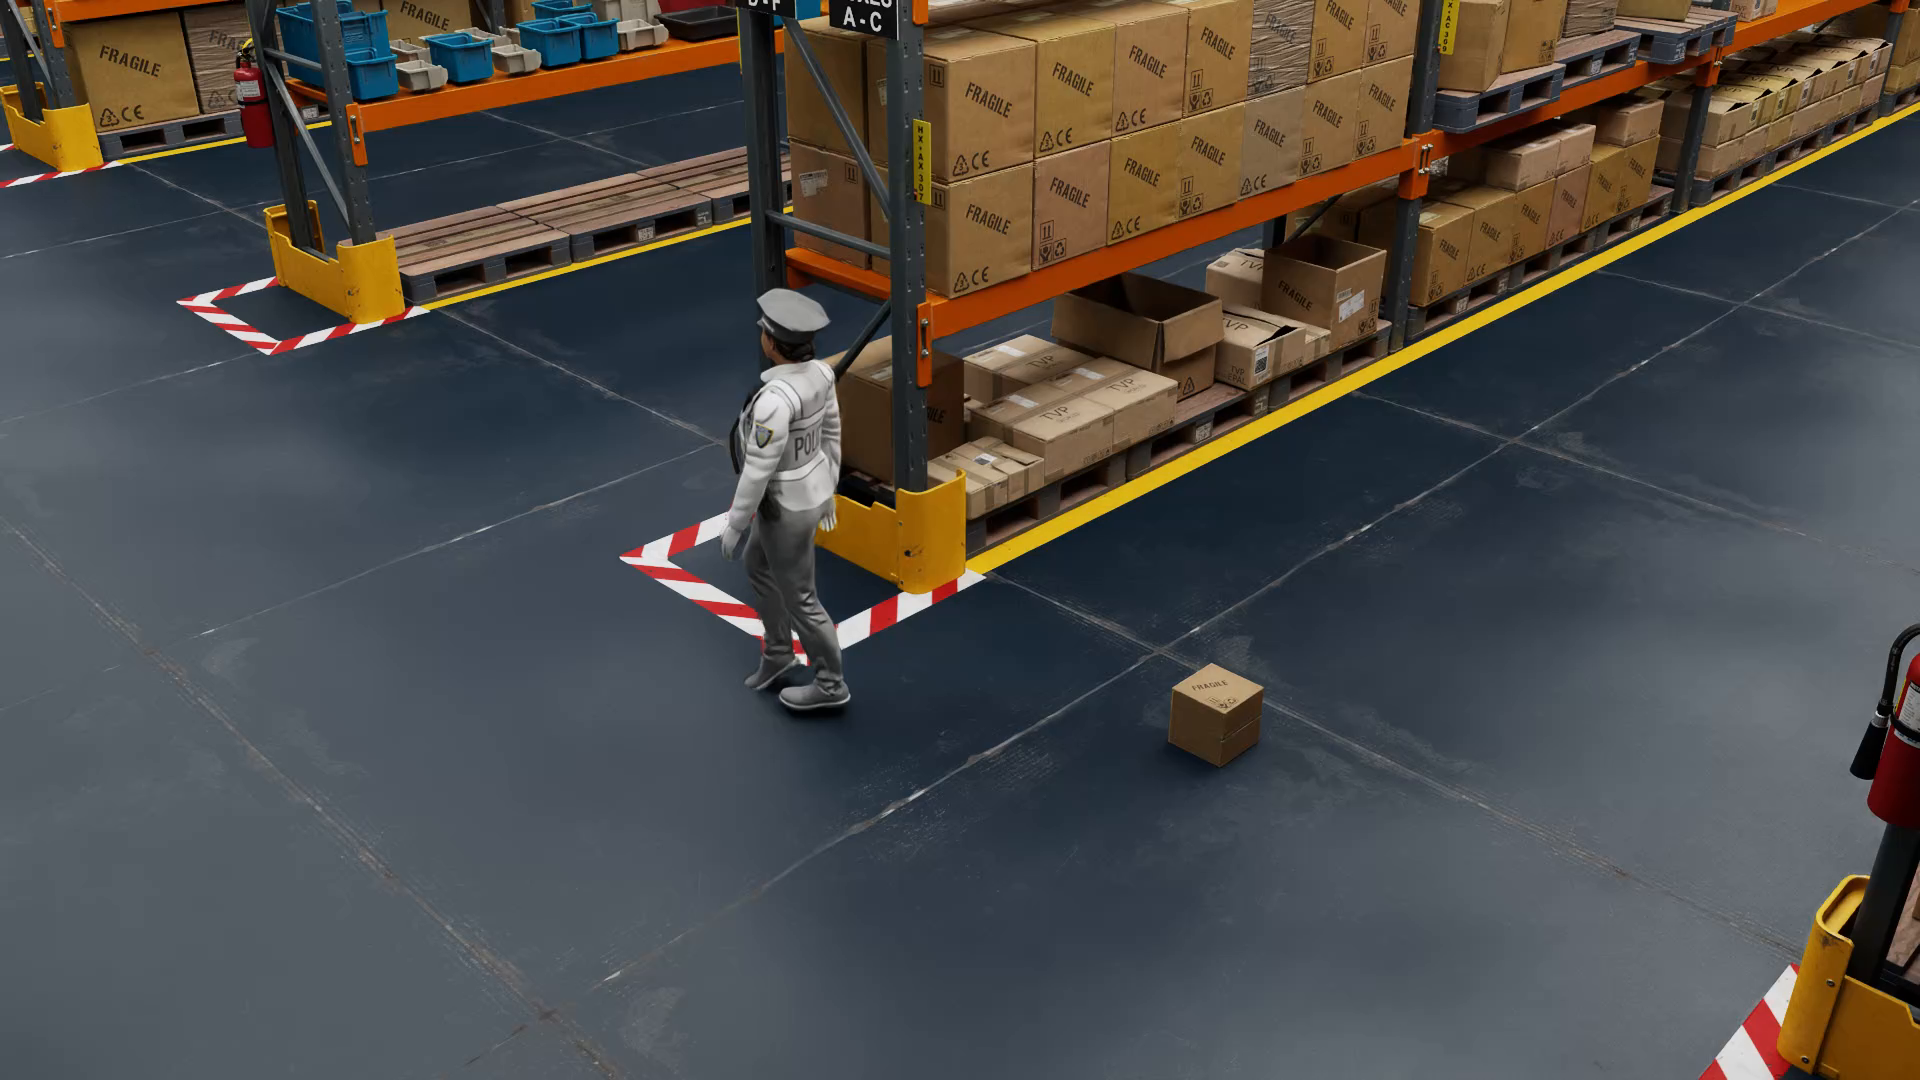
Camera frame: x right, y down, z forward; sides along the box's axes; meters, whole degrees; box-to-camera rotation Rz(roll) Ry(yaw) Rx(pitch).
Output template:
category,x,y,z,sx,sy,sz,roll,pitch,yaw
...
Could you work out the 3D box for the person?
category,x,y,z,sx,sy,sz,roll,pitch,yaw
person,-0.663,-0.093,6.294,0.494,1.742,0.525,8,29,14
